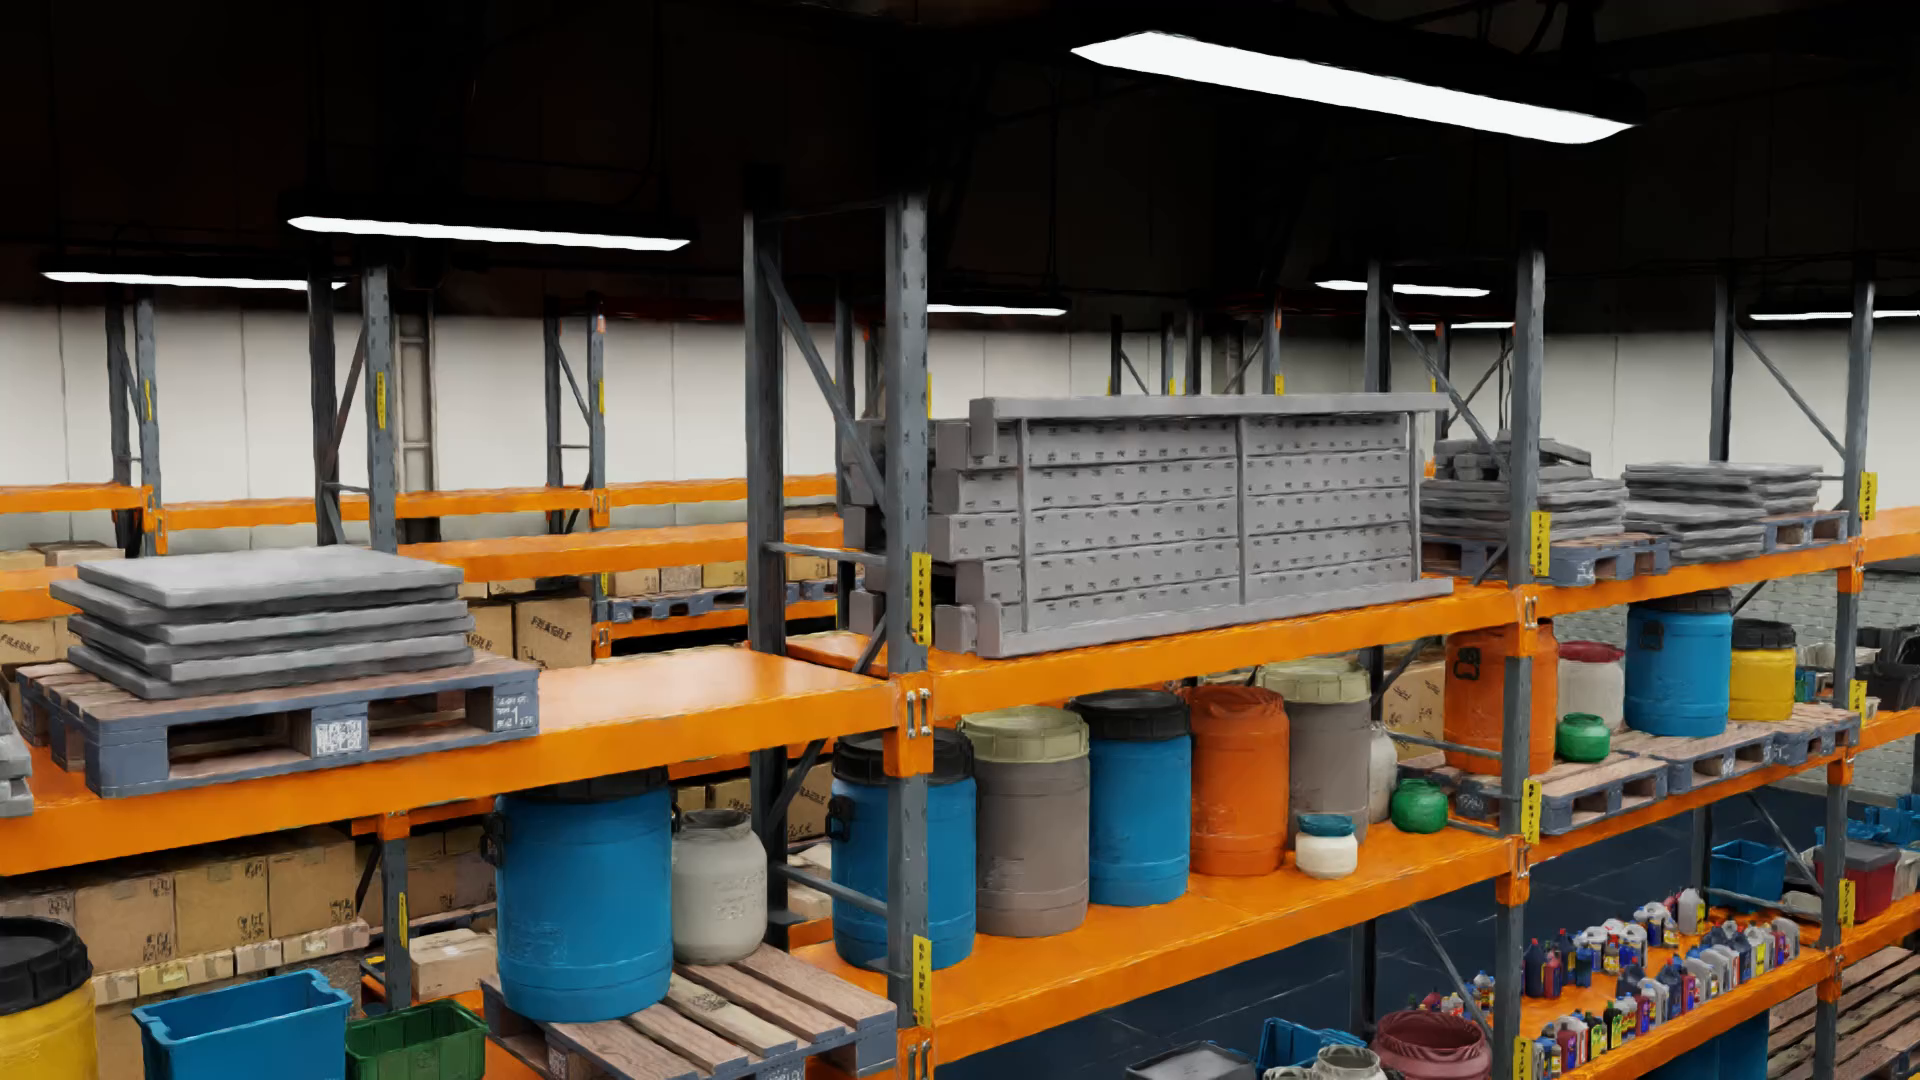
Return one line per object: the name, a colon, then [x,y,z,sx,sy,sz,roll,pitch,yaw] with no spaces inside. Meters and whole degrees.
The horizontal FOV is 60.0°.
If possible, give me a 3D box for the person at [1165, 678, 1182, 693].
person: [2.662,2.406,20.075,0.535,1.676,0.682,-5,7,-42]
